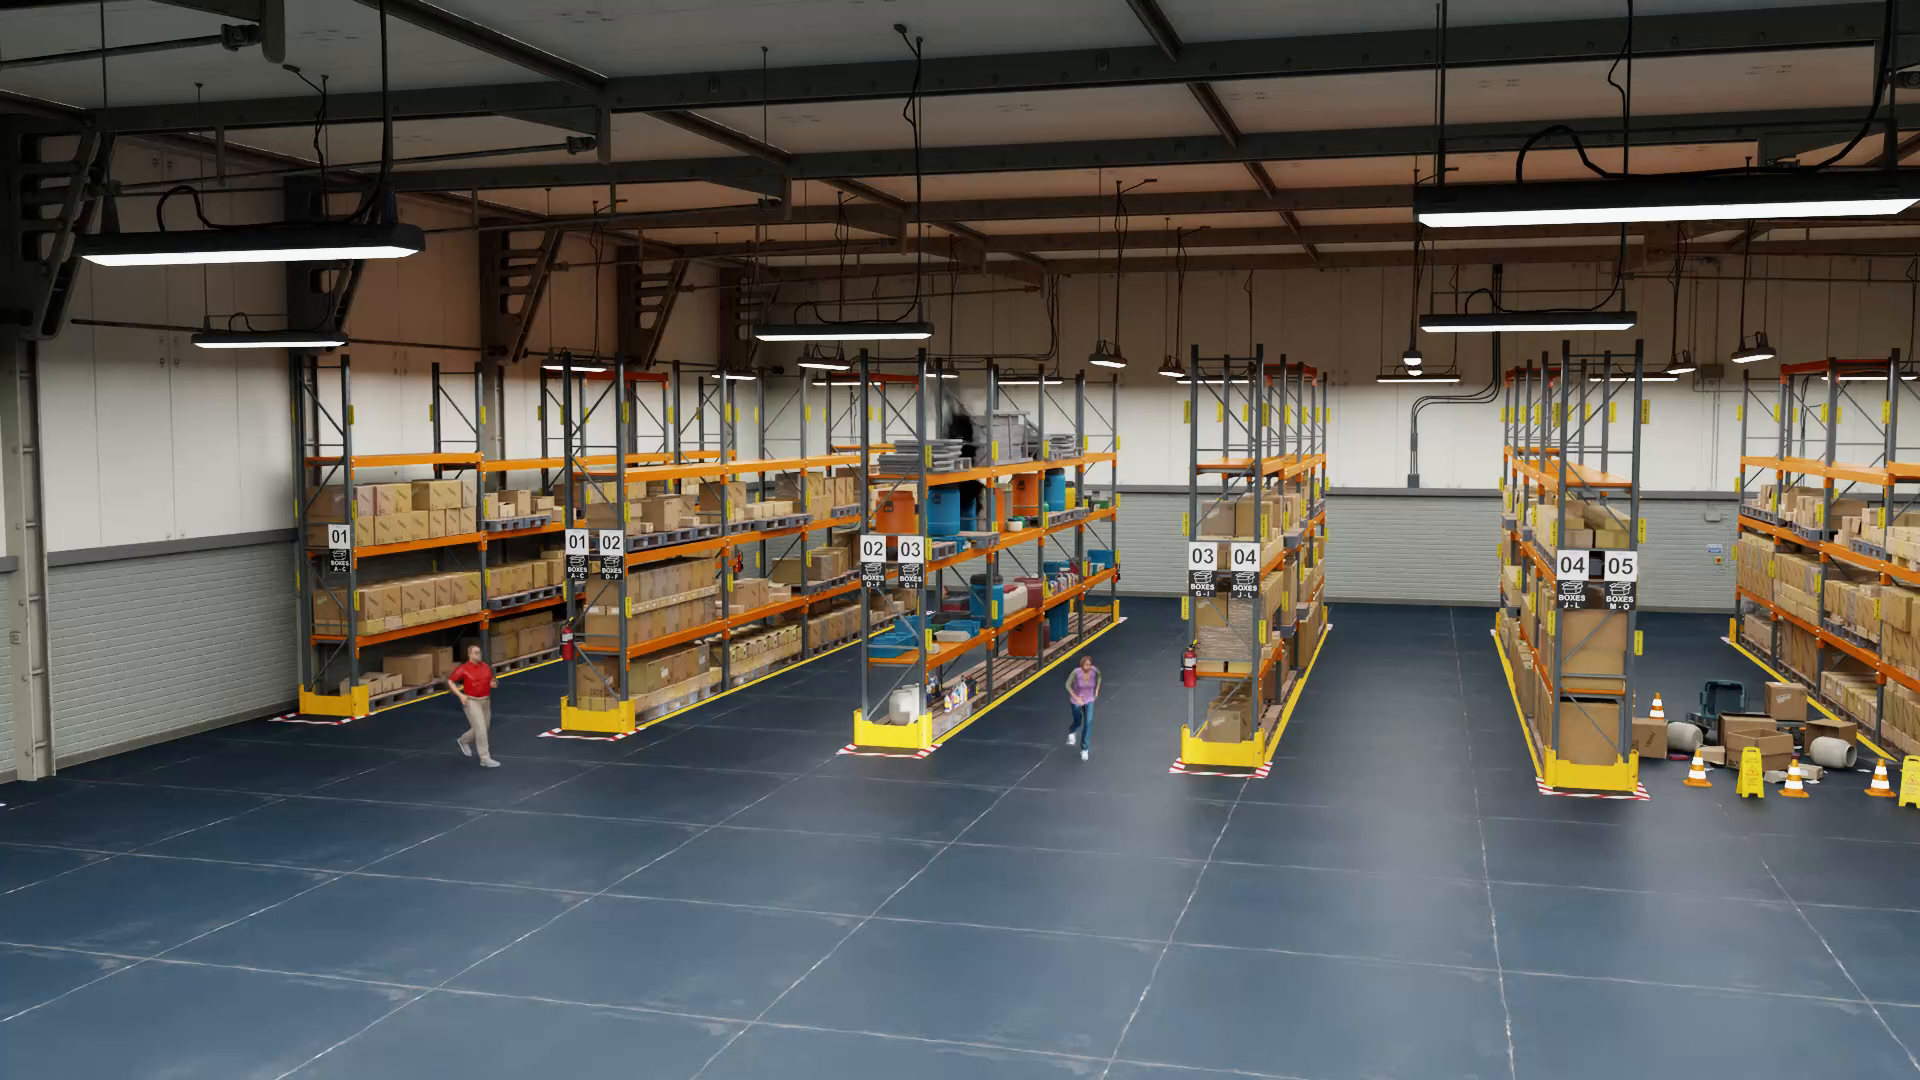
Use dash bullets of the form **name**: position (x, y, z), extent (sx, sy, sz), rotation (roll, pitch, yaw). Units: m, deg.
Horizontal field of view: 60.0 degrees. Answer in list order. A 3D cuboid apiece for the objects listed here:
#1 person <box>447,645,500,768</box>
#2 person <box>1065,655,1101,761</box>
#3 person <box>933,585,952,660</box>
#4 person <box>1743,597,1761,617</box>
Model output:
- **person**: position (-6.912, 2.354, 23.765), extent (0.938, 1.700, 0.671), rotation (3, 5, 31)
- **person**: position (1.779, 2.429, 24.537), extent (0.570, 1.531, 0.914), rotation (-1, 4, -15)
- **person**: position (-0.270, 1.698, 33.238), extent (0.566, 1.674, 0.943), rotation (1, 4, 13)
- **person**: position (18.085, 1.321, 37.752), extent (0.735, 1.715, 0.556), rotation (-4, 6, -40)
